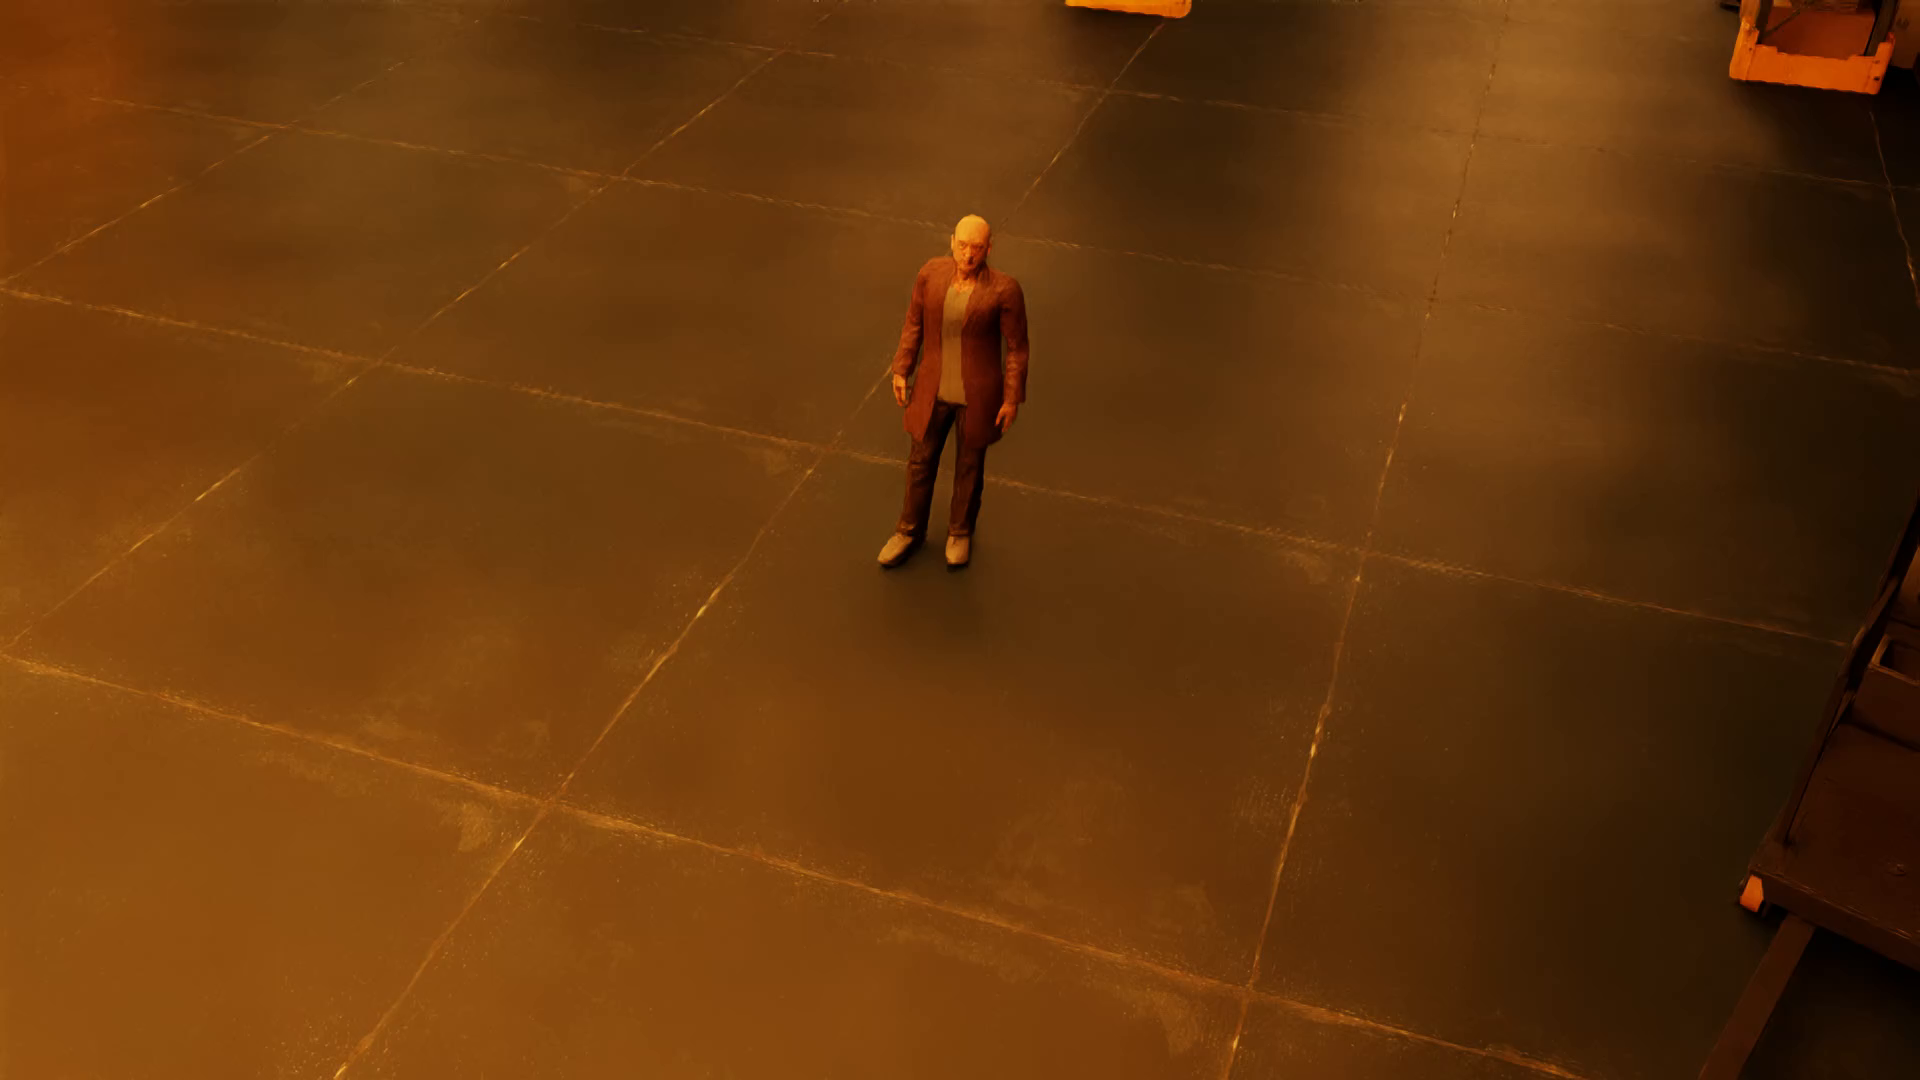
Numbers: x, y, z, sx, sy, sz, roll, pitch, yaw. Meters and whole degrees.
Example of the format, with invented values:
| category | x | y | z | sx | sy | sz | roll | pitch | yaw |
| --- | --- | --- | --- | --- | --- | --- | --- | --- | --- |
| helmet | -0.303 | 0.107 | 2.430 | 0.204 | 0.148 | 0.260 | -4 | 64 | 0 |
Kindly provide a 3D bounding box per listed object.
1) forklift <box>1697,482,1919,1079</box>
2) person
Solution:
| category | x | y | z | sx | sy | sz | roll | pitch | yaw |
| --- | --- | --- | --- | --- | --- | --- | --- | --- | --- |
| forklift | 3.703 | 0.312 | 5.671 | 1.130 | 2.935 | 3.031 | 25 | 43 | 31 |
| person | -0.035 | -0.682 | 8.058 | 0.694 | 1.776 | 0.580 | 12 | 37 | 16 |
